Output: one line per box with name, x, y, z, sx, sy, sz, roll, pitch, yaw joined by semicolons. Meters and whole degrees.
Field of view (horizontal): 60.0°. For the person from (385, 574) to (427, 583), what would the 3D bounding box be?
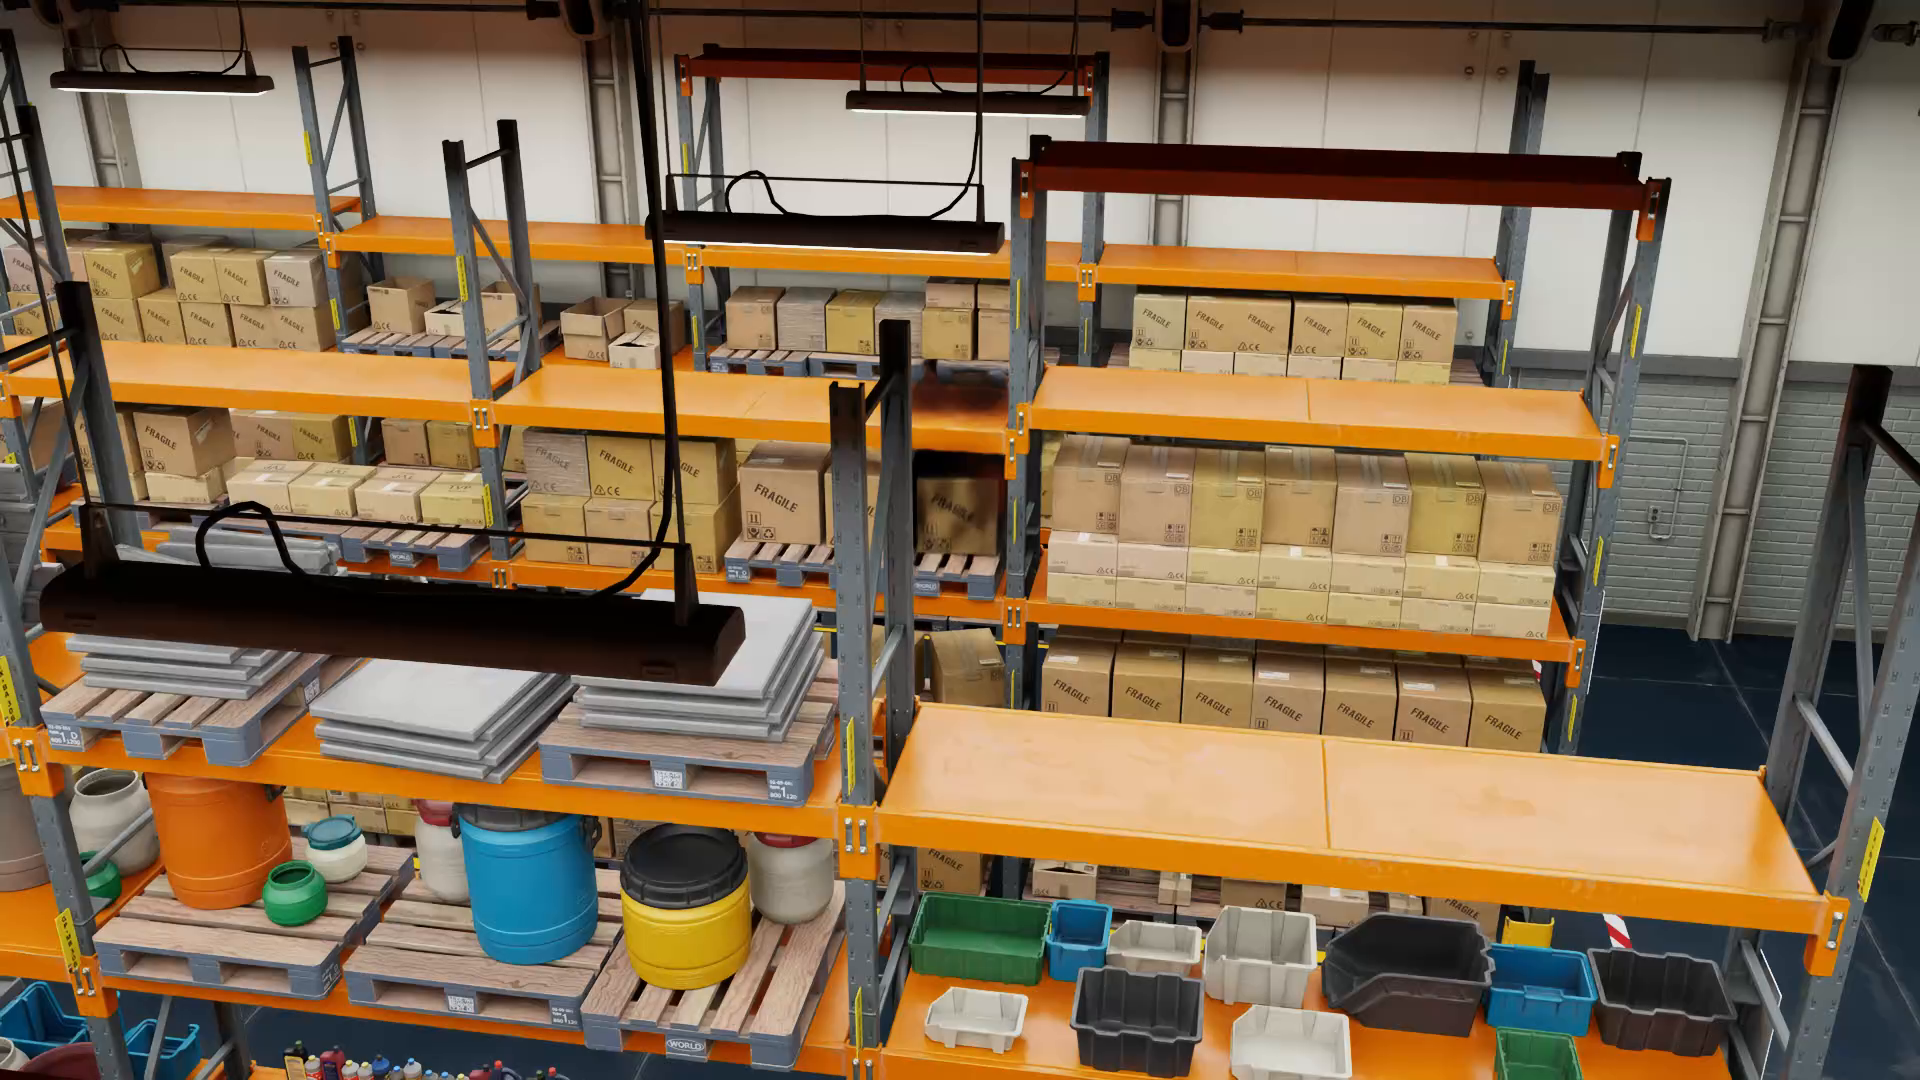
person;-5.565;0.681;16.792;0.501;1.659;0.332;6;24;13
